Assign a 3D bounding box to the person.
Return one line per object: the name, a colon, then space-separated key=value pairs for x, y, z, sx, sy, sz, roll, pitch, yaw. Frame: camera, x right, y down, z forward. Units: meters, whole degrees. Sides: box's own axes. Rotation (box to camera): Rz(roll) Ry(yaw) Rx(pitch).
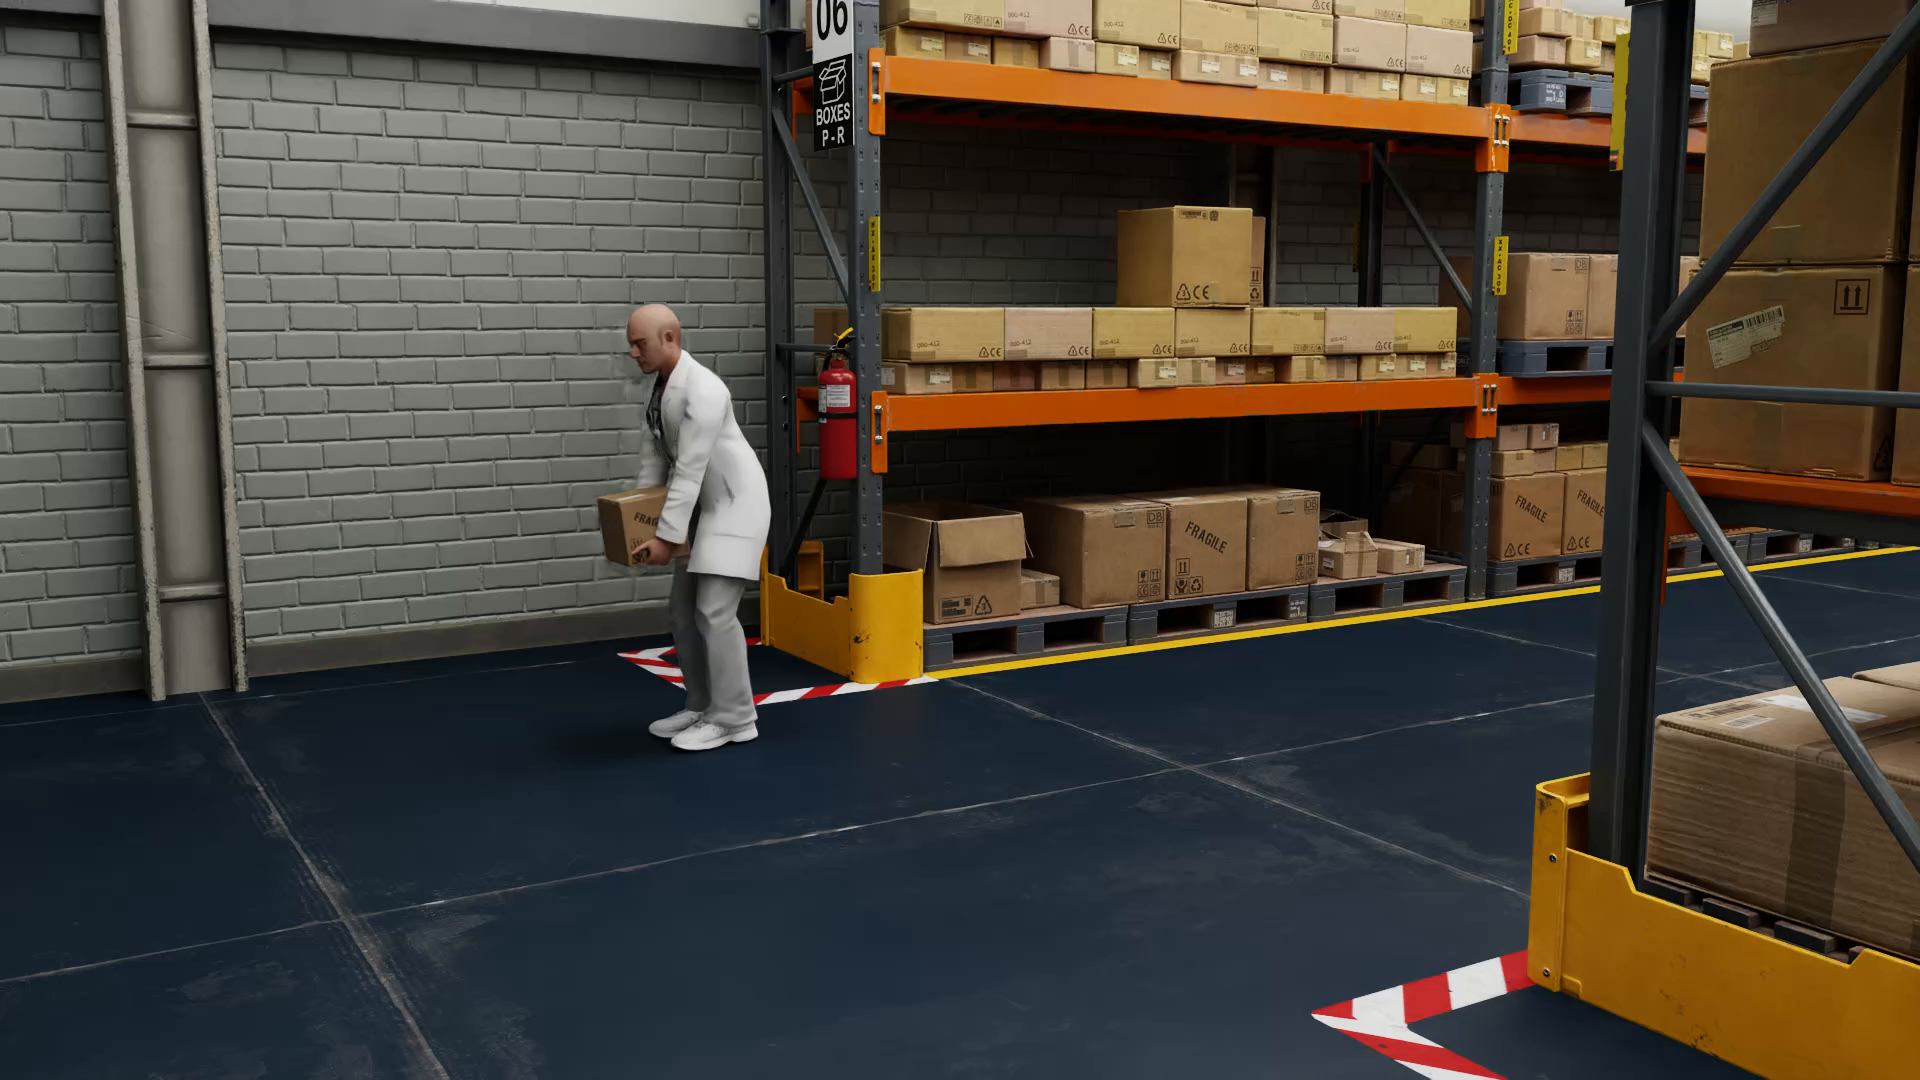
person: x=-1.045 y=-0.052 z=6.485 sx=0.609 sy=1.718 sz=0.526 roll=-5 pitch=9 yaw=-32
